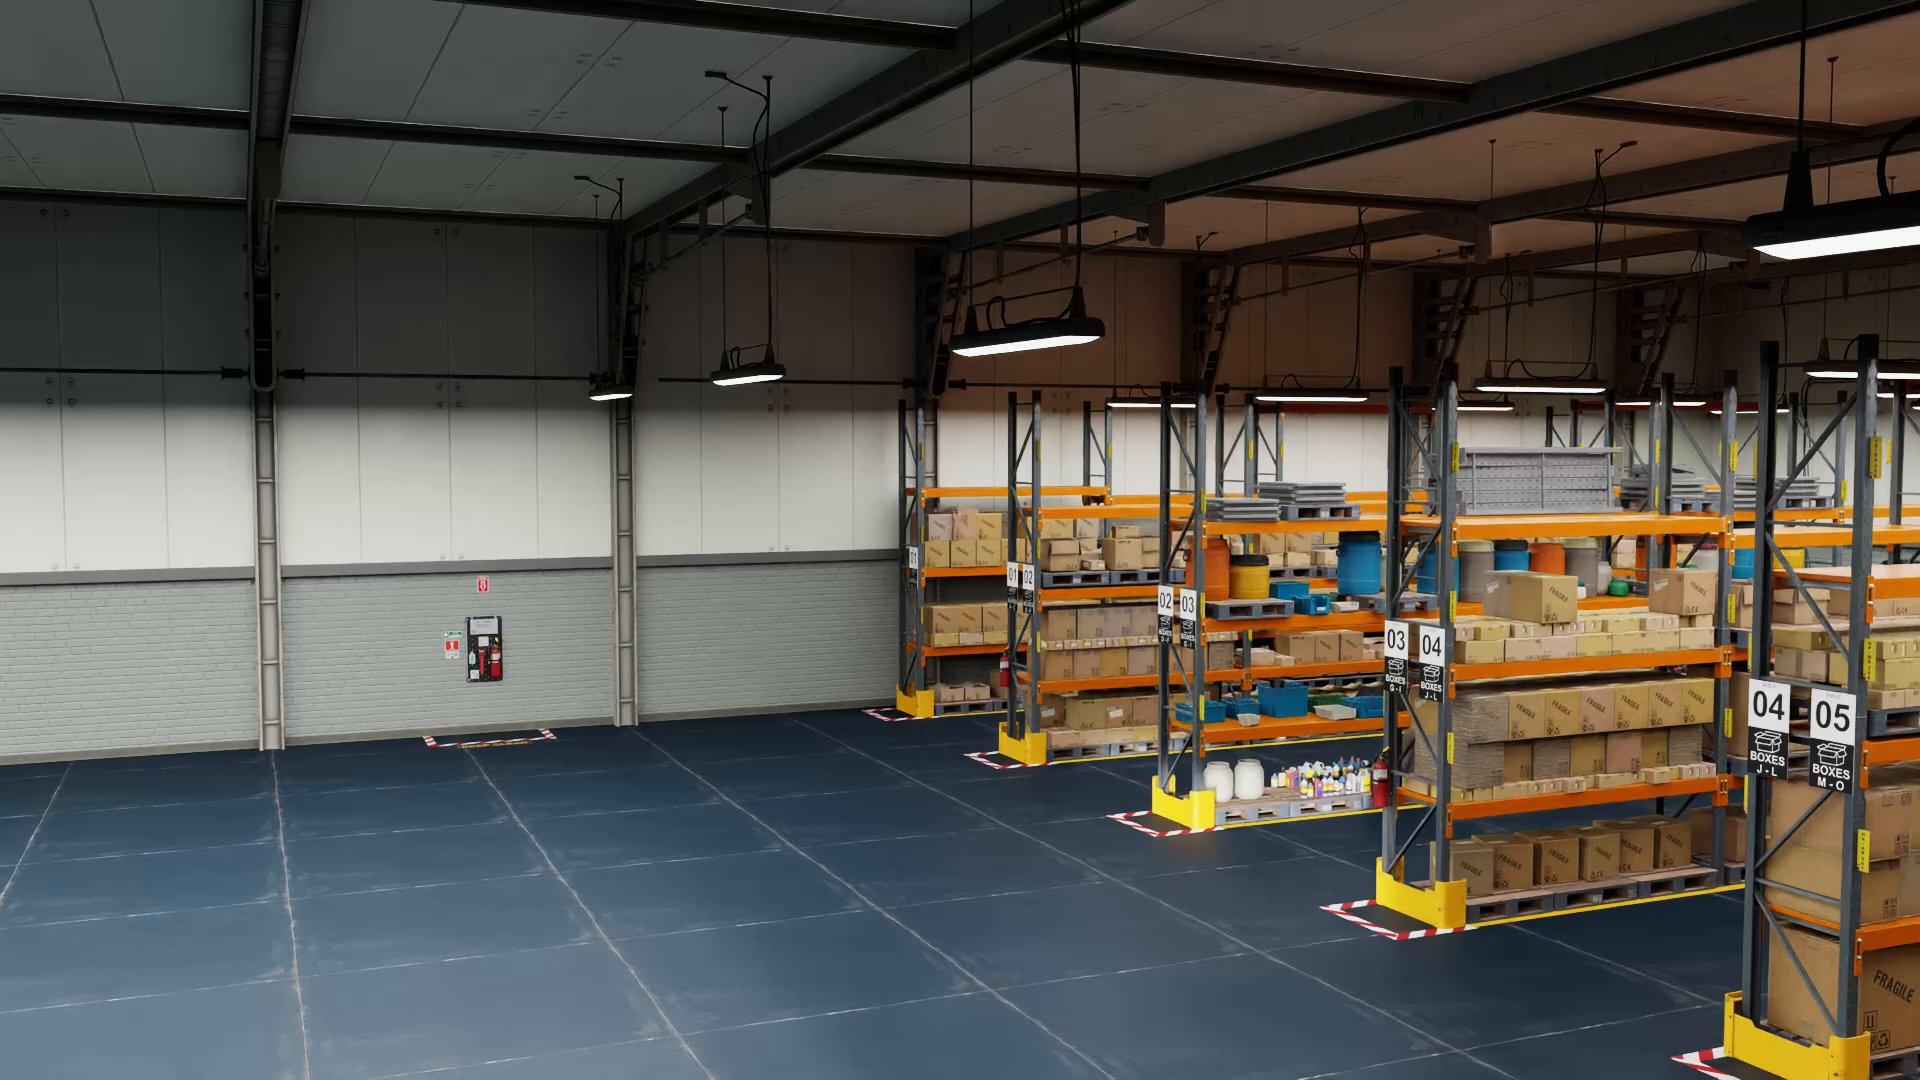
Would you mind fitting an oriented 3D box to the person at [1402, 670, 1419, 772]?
[{"bbox_3d":[7.091,2.816,25.604,0.638,1.670,1.051,-3,5,-44],"label":"person"}]
